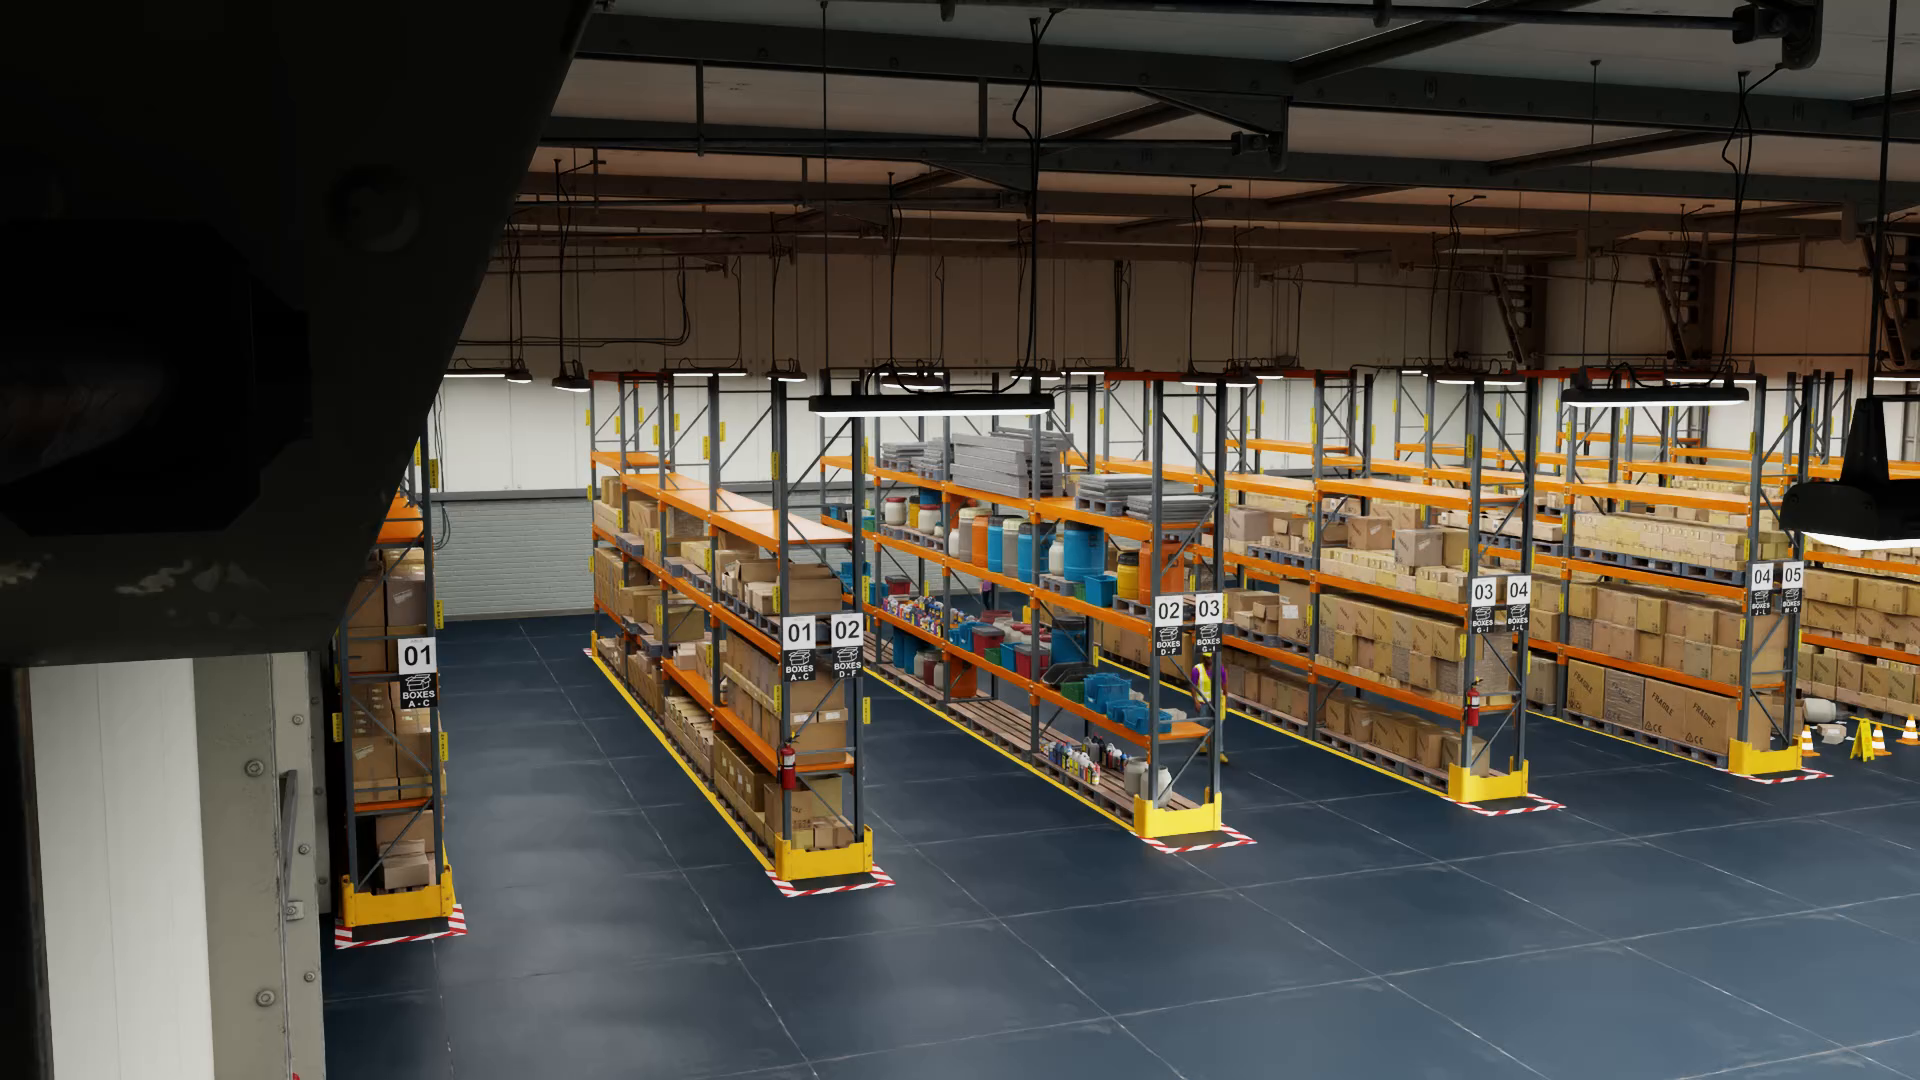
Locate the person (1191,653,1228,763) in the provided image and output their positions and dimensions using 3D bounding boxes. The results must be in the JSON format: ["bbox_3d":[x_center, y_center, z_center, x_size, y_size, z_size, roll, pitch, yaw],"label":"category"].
[{"bbox_3d":[3.919,2.543,26.077,0.610,1.732,0.907,0,6,3],"label":"person"}]

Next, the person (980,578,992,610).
[{"bbox_3d":[0.698,1.159,39.265,0.423,1.548,0.913,1,6,10],"label":"person"}]
